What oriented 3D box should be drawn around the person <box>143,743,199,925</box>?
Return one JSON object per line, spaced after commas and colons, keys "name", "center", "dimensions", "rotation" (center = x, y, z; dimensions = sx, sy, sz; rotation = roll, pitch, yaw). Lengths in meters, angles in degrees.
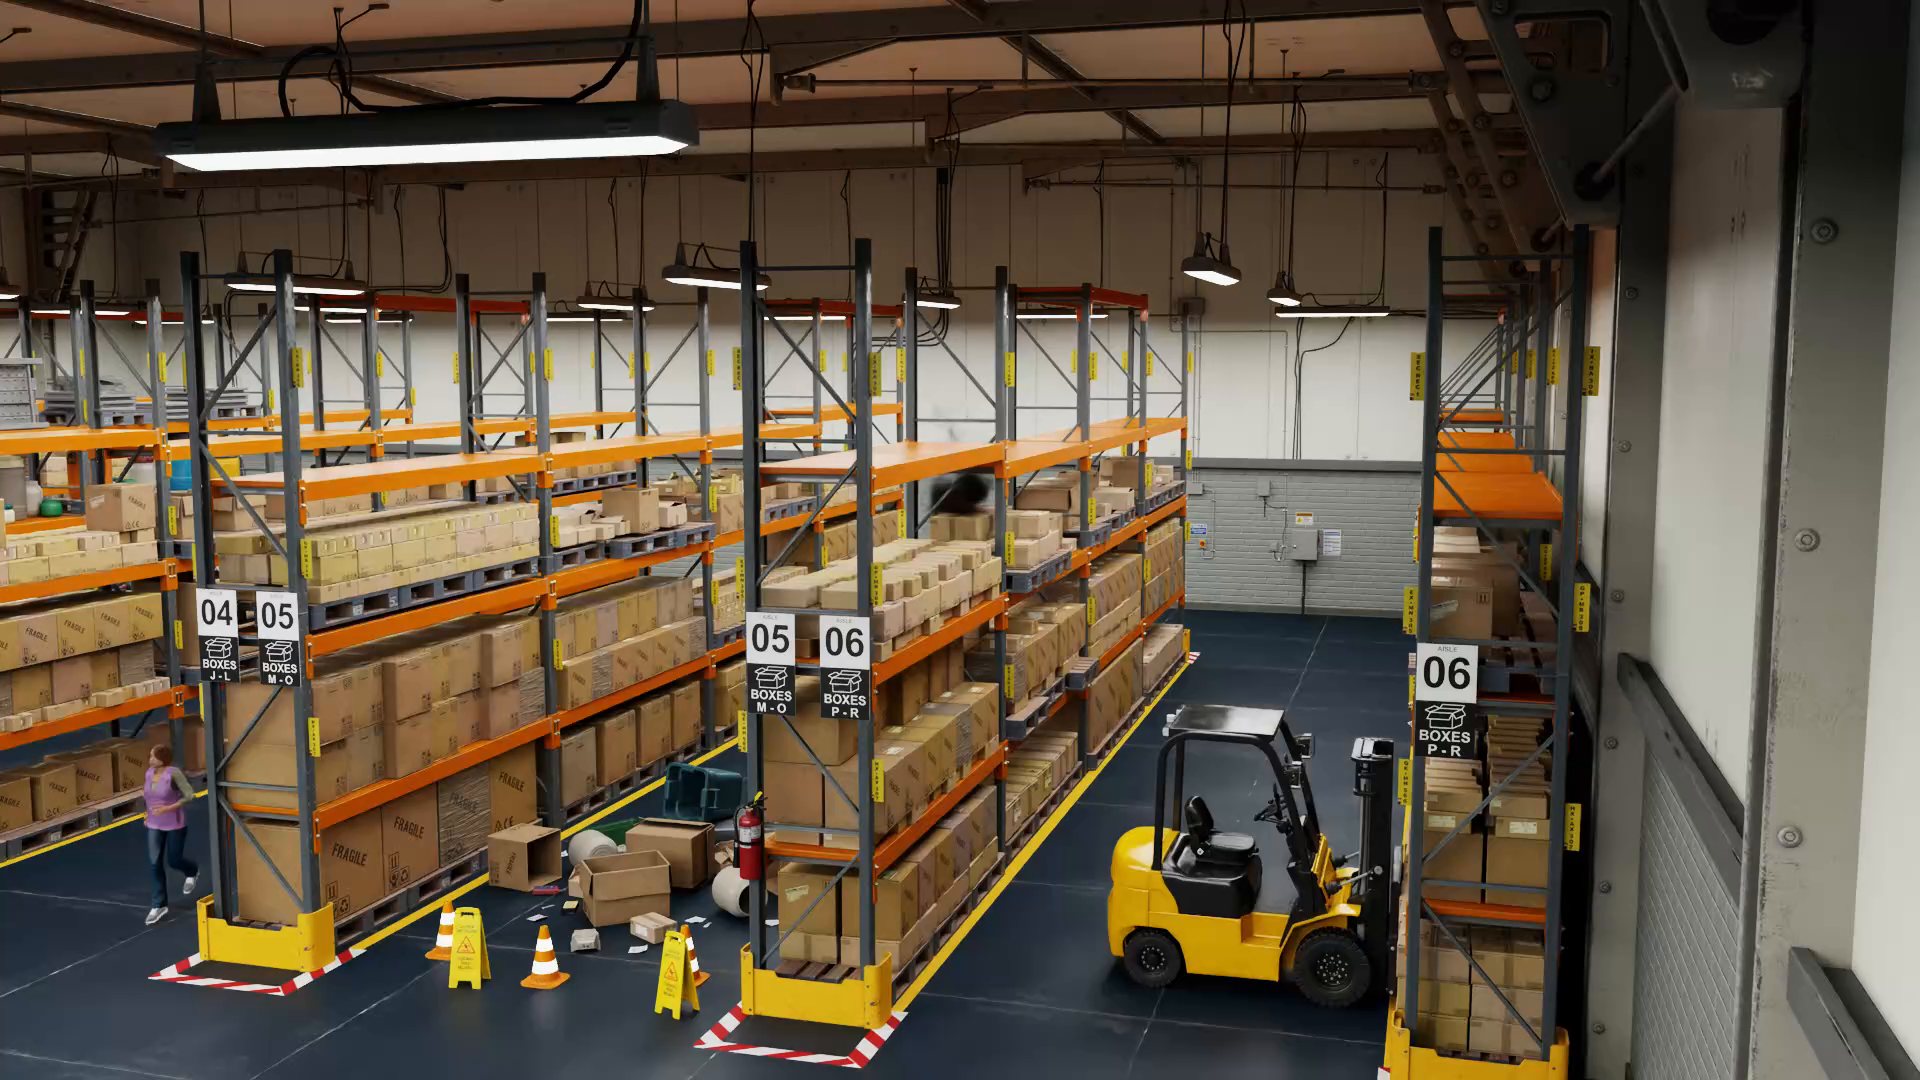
{"name": "person", "center": [-7.309, 2.660, 15.402], "dimensions": [0.528, 1.604, 0.802], "rotation": [1, 6, 8]}
